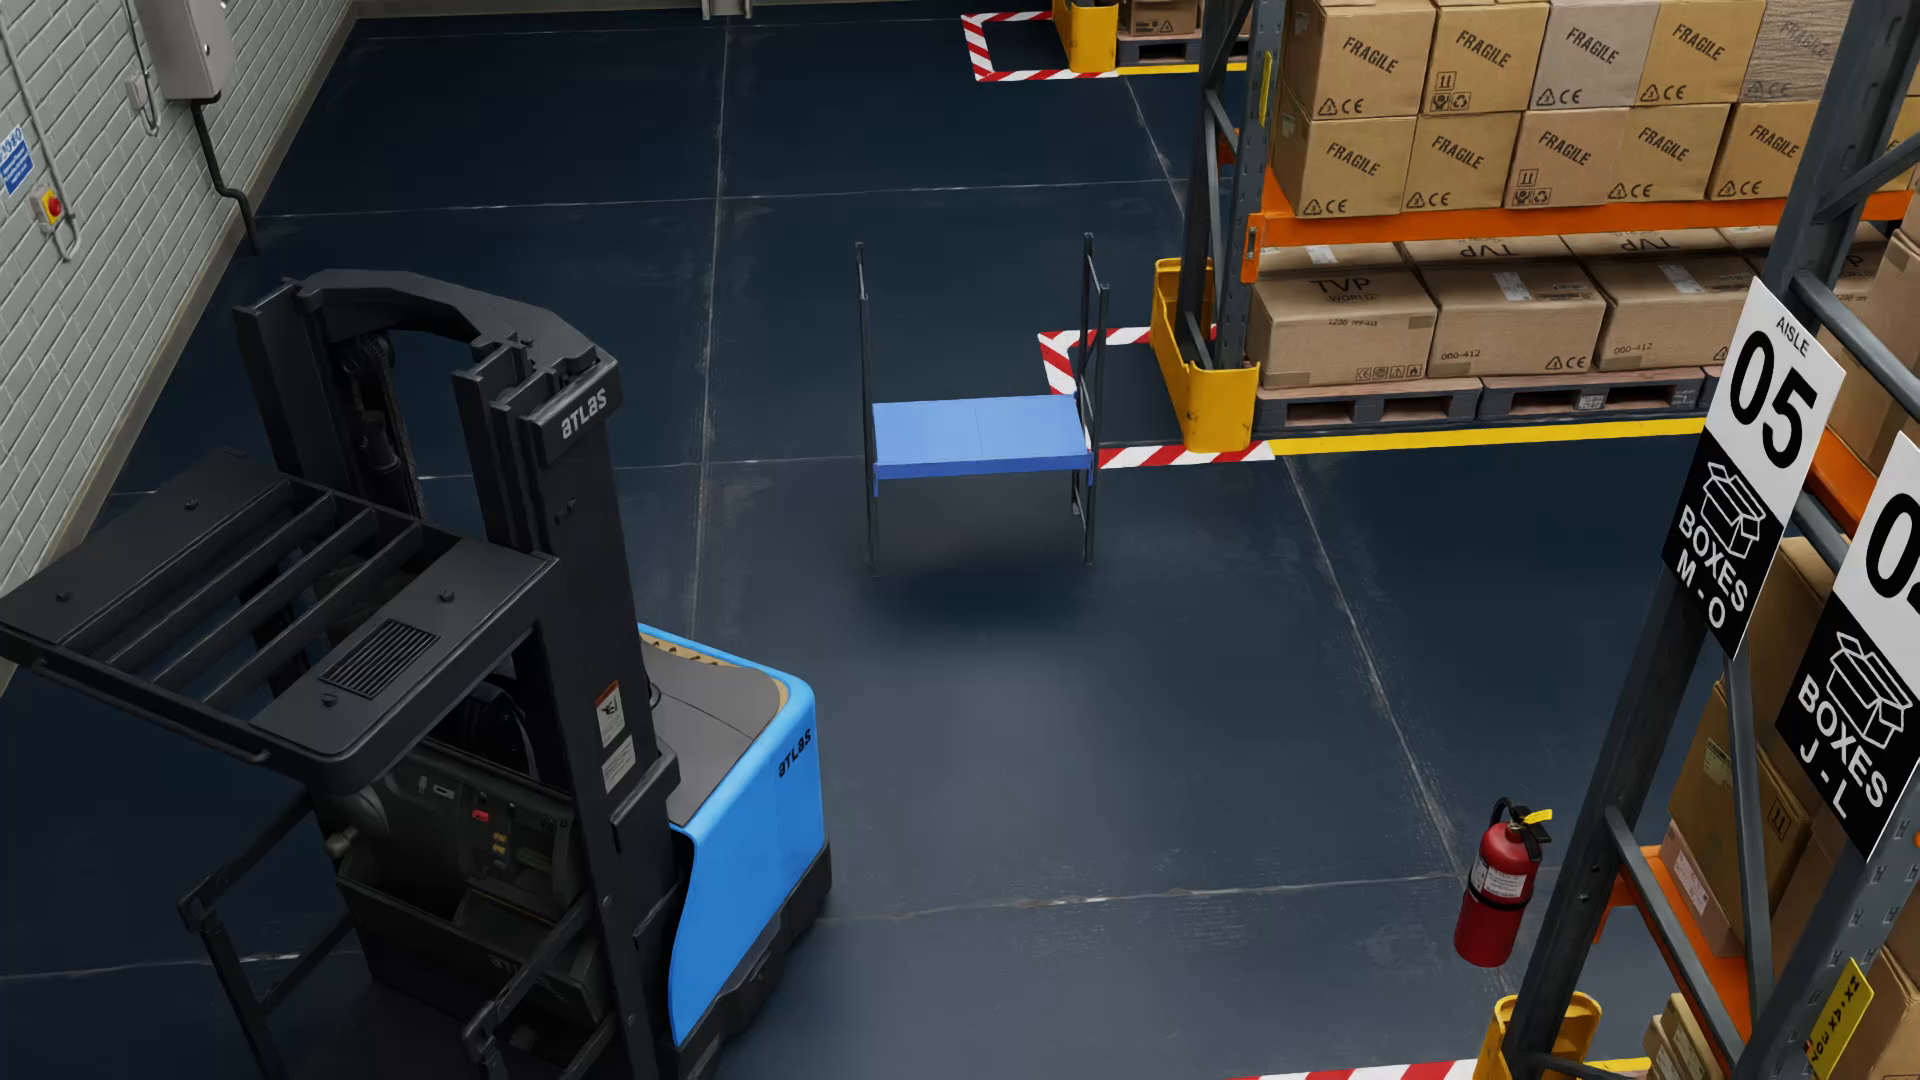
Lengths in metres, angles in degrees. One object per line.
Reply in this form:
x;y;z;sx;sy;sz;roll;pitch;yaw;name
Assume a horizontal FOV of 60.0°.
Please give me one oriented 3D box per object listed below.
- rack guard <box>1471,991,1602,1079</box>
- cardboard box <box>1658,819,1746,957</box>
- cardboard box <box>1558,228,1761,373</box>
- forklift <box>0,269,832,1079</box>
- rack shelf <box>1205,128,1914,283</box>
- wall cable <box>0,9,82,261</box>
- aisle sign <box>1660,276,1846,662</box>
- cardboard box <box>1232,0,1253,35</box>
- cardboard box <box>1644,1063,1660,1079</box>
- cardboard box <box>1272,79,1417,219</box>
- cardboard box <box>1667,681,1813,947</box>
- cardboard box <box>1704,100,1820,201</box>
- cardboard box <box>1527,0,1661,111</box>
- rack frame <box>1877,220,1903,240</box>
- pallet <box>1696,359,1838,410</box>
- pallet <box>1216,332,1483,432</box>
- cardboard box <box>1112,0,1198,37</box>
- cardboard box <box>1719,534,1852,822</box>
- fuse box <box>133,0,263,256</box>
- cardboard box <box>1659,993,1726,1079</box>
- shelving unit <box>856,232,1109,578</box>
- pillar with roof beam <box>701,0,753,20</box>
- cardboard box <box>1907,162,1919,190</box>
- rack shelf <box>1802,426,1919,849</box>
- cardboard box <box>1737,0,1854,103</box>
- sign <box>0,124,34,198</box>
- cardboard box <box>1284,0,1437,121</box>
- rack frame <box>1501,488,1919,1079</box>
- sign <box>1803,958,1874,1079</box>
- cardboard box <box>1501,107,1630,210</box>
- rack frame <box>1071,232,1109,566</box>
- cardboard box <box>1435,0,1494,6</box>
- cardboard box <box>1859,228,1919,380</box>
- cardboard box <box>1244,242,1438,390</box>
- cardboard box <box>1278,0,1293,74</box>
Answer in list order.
1.938;2.030;5.096;0.348;0.500;1.175;-3;38;-4;rack guard
2.162;0.959;4.638;0.250;0.149;0.380;-3;38;-4;cardboard box
3.780;-1.357;9.099;0.875;0.438;0.875;-4;38;-5;cardboard box
-1.582;0.873;4.599;1.130;2.935;3.031;17;41;20;forklift
3.315;-1.823;8.542;4.000;0.370;1.077;-3;38;-4;rack shelf
-4.292;-2.083;7.445;0.123;1.953;0.585;-3;38;-4;wall cable
1.763;-0.149;3.740;0.004;0.787;0.394;-3;38;-4;aisle sign
2.352;-4.240;12.703;0.500;0.500;0.700;-2;38;-2;cardboard box
2.368;1.850;5.269;0.250;0.149;0.380;-3;38;-3;cardboard box
1.826;-1.884;7.958;0.500;0.500;0.500;-3;38;-4;cardboard box
2.287;0.713;4.426;0.500;0.500;0.500;-2;38;-3;cardboard box
3.856;-2.003;8.108;0.500;0.500;0.500;-4;38;-5;cardboard box
2.852;-2.344;7.733;0.500;0.500;0.500;-3;38;-4;cardboard box
5.307;-2.215;8.458;0.127;3.000;1.000;-3;38;-4;rack frame
4.543;-1.127;9.330;1.213;0.211;1.003;-3;38;-4;pallet
2.112;-0.993;9.160;1.213;0.211;1.003;-3;38;-4;pallet
1.497;-4.218;12.673;0.637;0.503;0.797;-5;39;-6;cardboard box
2.296;0.326;4.110;0.500;0.500;0.500;-4;38;-5;cardboard box
-4.333;-2.470;9.821;0.414;1.711;0.539;-3;38;-4;fuse box
2.367;1.588;5.120;0.250;0.149;0.380;-3;38;-3;cardboard box
0.085;-0.593;7.613;1.048;1.500;0.538;-3;38;-4;shelving unit
-1.505;-5.165;7.354;0.400;9.000;9.100;-3;38;-4;pillar with roof beam
4.868;-2.071;8.195;0.500;0.500;0.500;-3;38;-4;cardboard box
3.854;0.048;3.749;4.000;0.370;1.077;-3;38;-4;rack shelf
3.849;-2.394;7.797;0.500;0.500;0.500;-3;38;-3;cardboard box
-4.348;-1.745;7.644;0.001;0.218;0.327;-3;38;-4;sign
1.826;-2.278;7.650;0.500;0.500;0.500;-4;38;-5;cardboard box
1.862;1.053;4.316;0.127;3.000;1.000;-3;38;-4;rack frame
1.910;1.048;3.624;0.005;0.325;0.100;-3;38;-4;sign
2.836;-1.946;8.036;0.500;0.500;0.500;-3;38;-4;cardboard box
0.591;-0.621;7.649;0.032;1.500;0.500;-3;38;-4;rack frame
2.225;-2.533;7.449;0.250;0.149;0.380;-2;38;-3;cardboard box
2.298;-0.444;3.510;0.500;0.250;0.500;-4;38;-5;cardboard box
1.971;-1.253;8.968;0.875;0.438;0.875;-4;38;-6;cardboard box
1.782;-2.601;8.059;0.500;0.500;0.500;-2;38;-2;cardboard box
